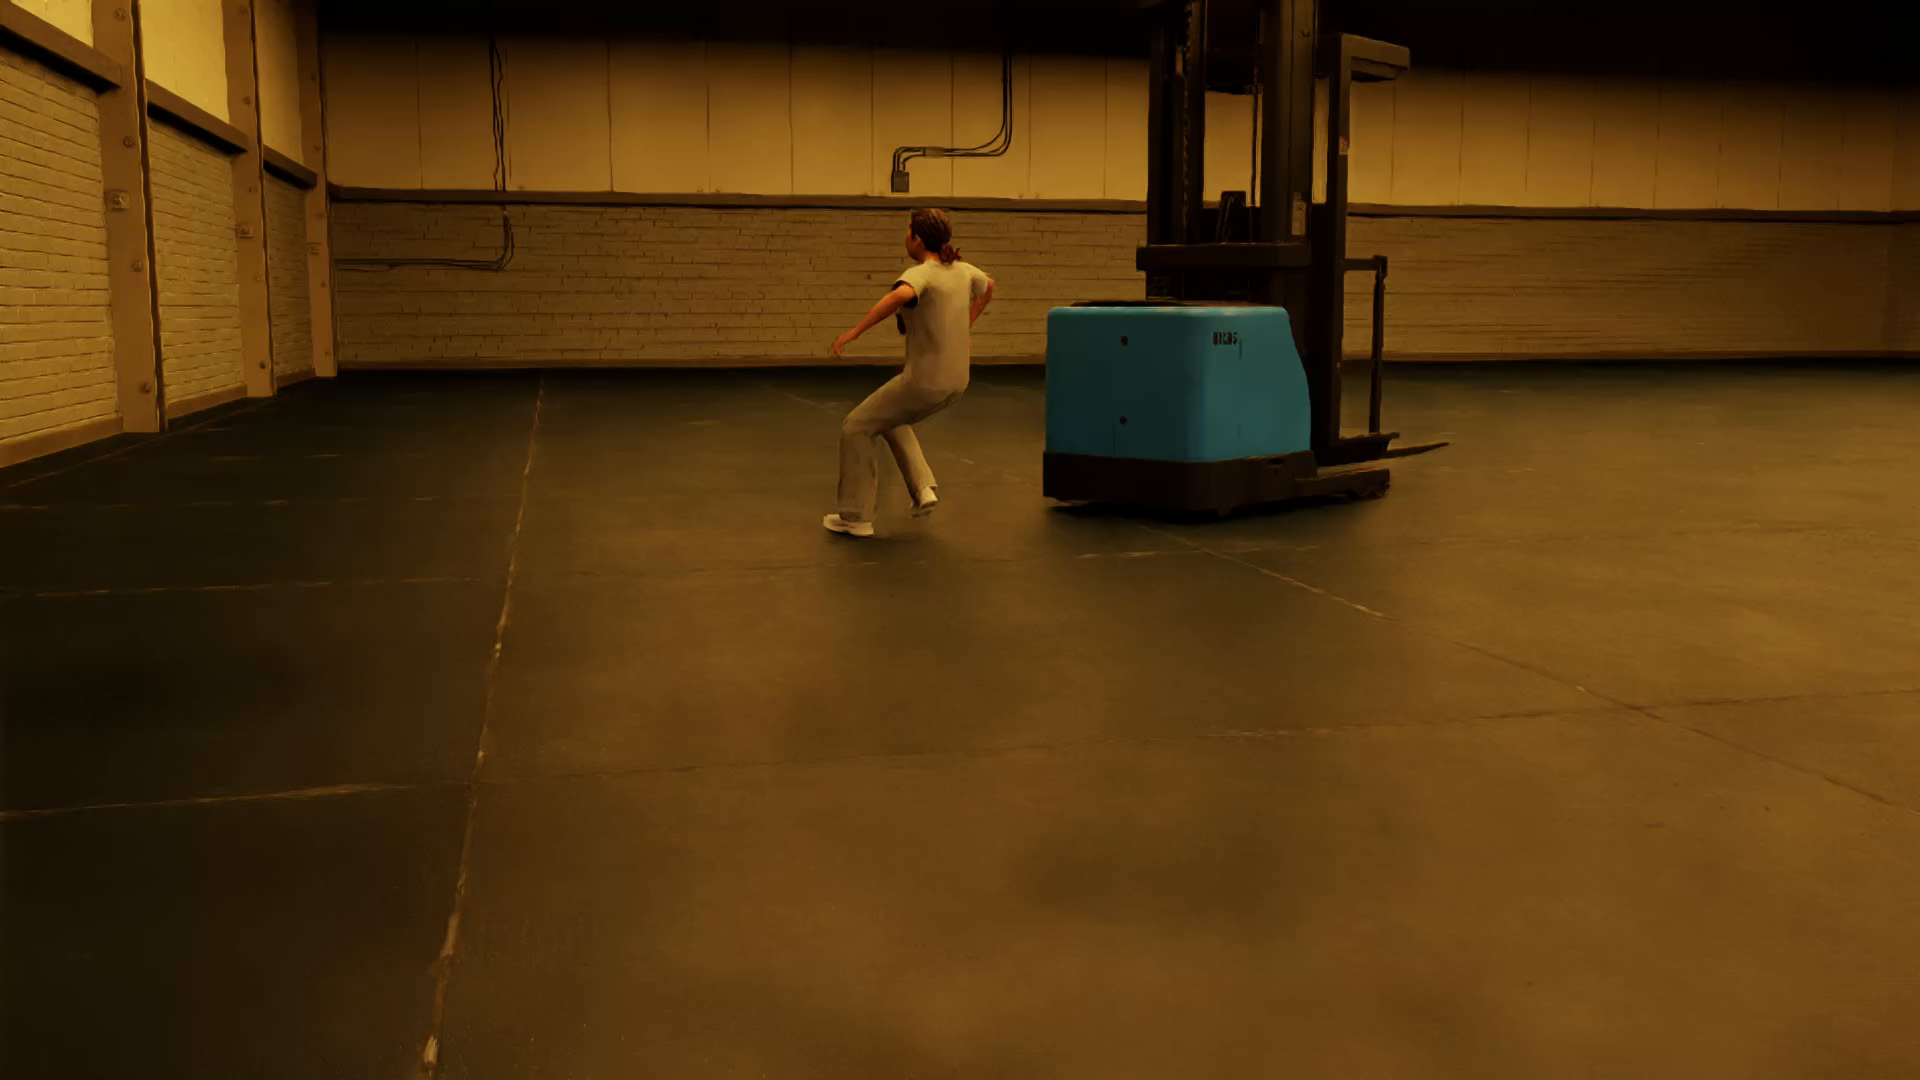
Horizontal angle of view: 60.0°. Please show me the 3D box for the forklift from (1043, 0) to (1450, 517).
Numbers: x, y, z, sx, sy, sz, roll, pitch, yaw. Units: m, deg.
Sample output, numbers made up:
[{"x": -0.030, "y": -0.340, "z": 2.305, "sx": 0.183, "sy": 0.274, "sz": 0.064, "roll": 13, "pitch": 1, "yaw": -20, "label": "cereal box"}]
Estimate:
[{"x": 1.813, "y": -1.722, "z": 9.435, "sx": 1.130, "sy": 2.935, "sz": 3.031, "roll": 7, "pitch": 11, "yaw": 42, "label": "forklift"}]

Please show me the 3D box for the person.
[{"x": -0.311, "y": -0.776, "z": 7.779, "sx": 0.723, "sy": 1.518, "sz": 1.023, "roll": 6, "pitch": 10, "yaw": 36, "label": "person"}]
